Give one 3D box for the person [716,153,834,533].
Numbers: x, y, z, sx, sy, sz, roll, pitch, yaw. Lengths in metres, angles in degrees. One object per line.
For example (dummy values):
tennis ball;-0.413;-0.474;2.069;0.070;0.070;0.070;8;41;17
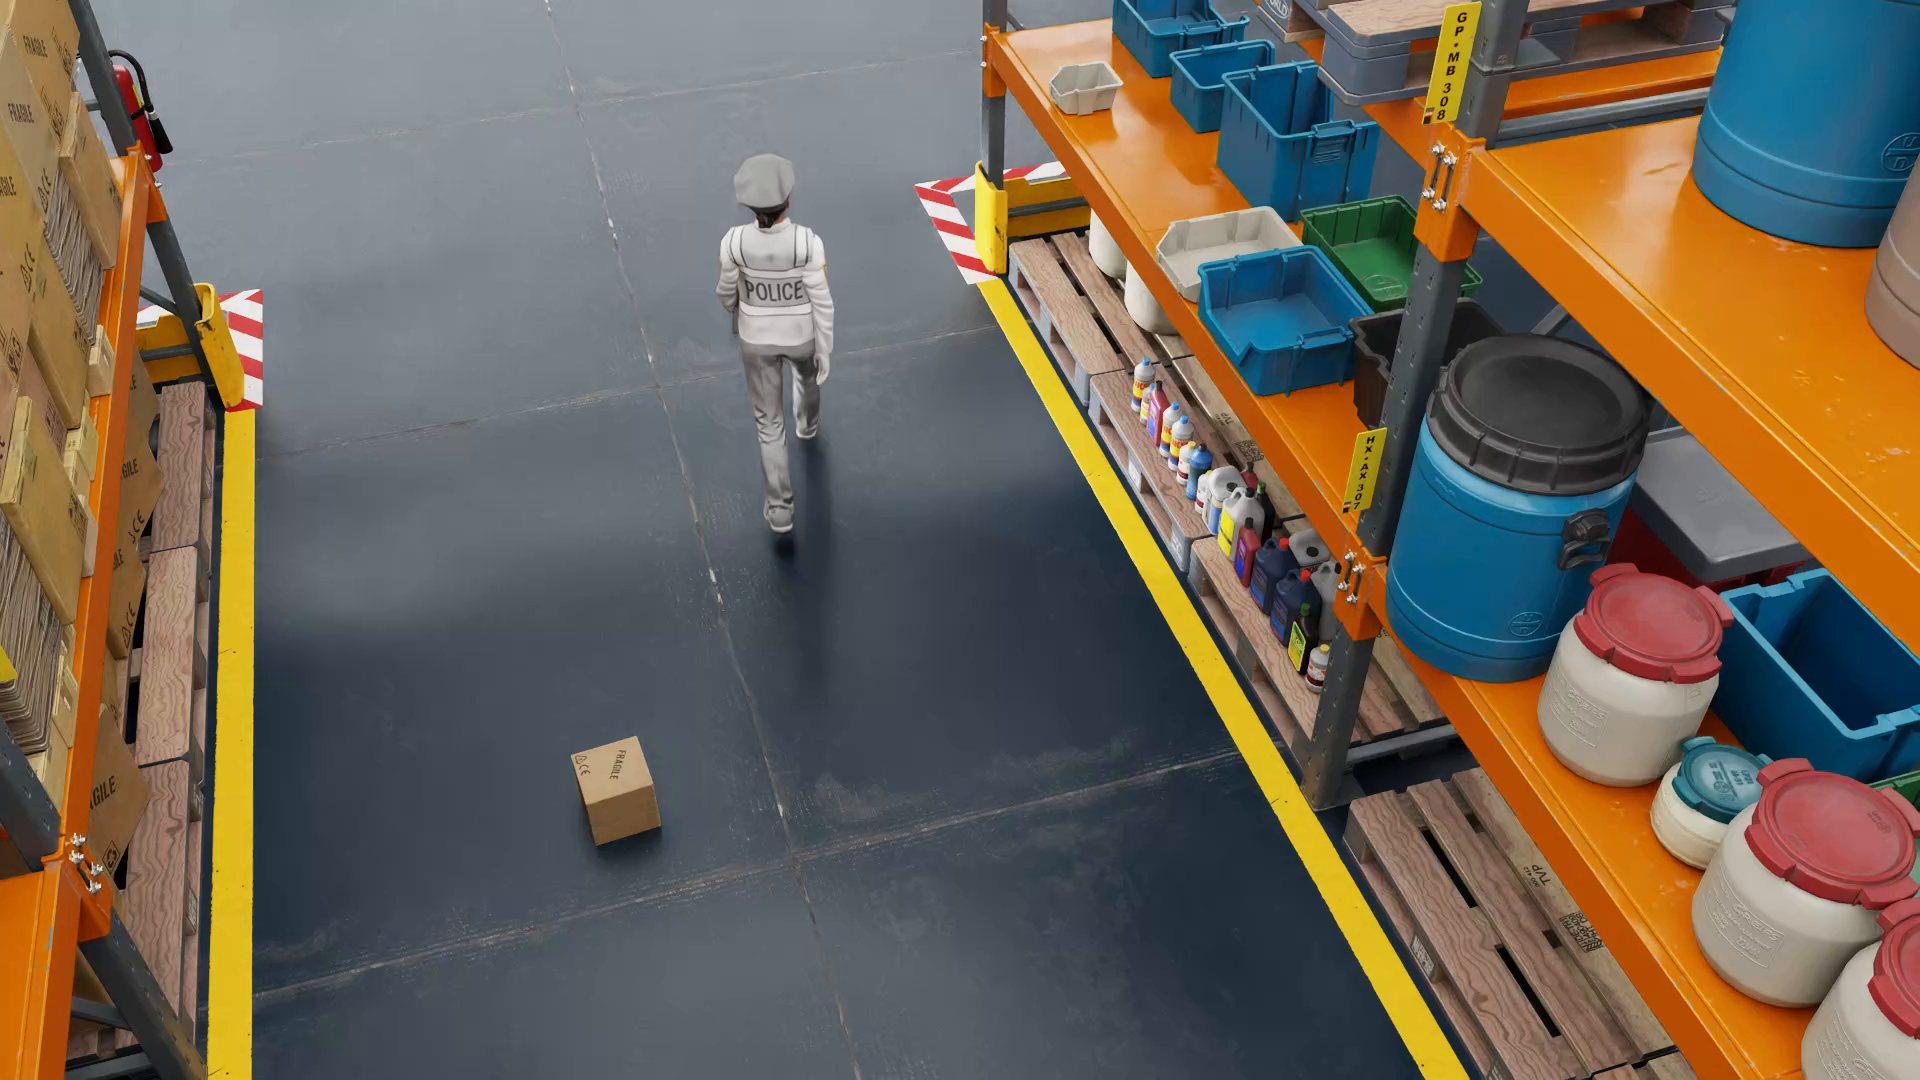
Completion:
person;-0.767;-0.914;7.128;0.457;1.631;1.027;-4;43;-5
